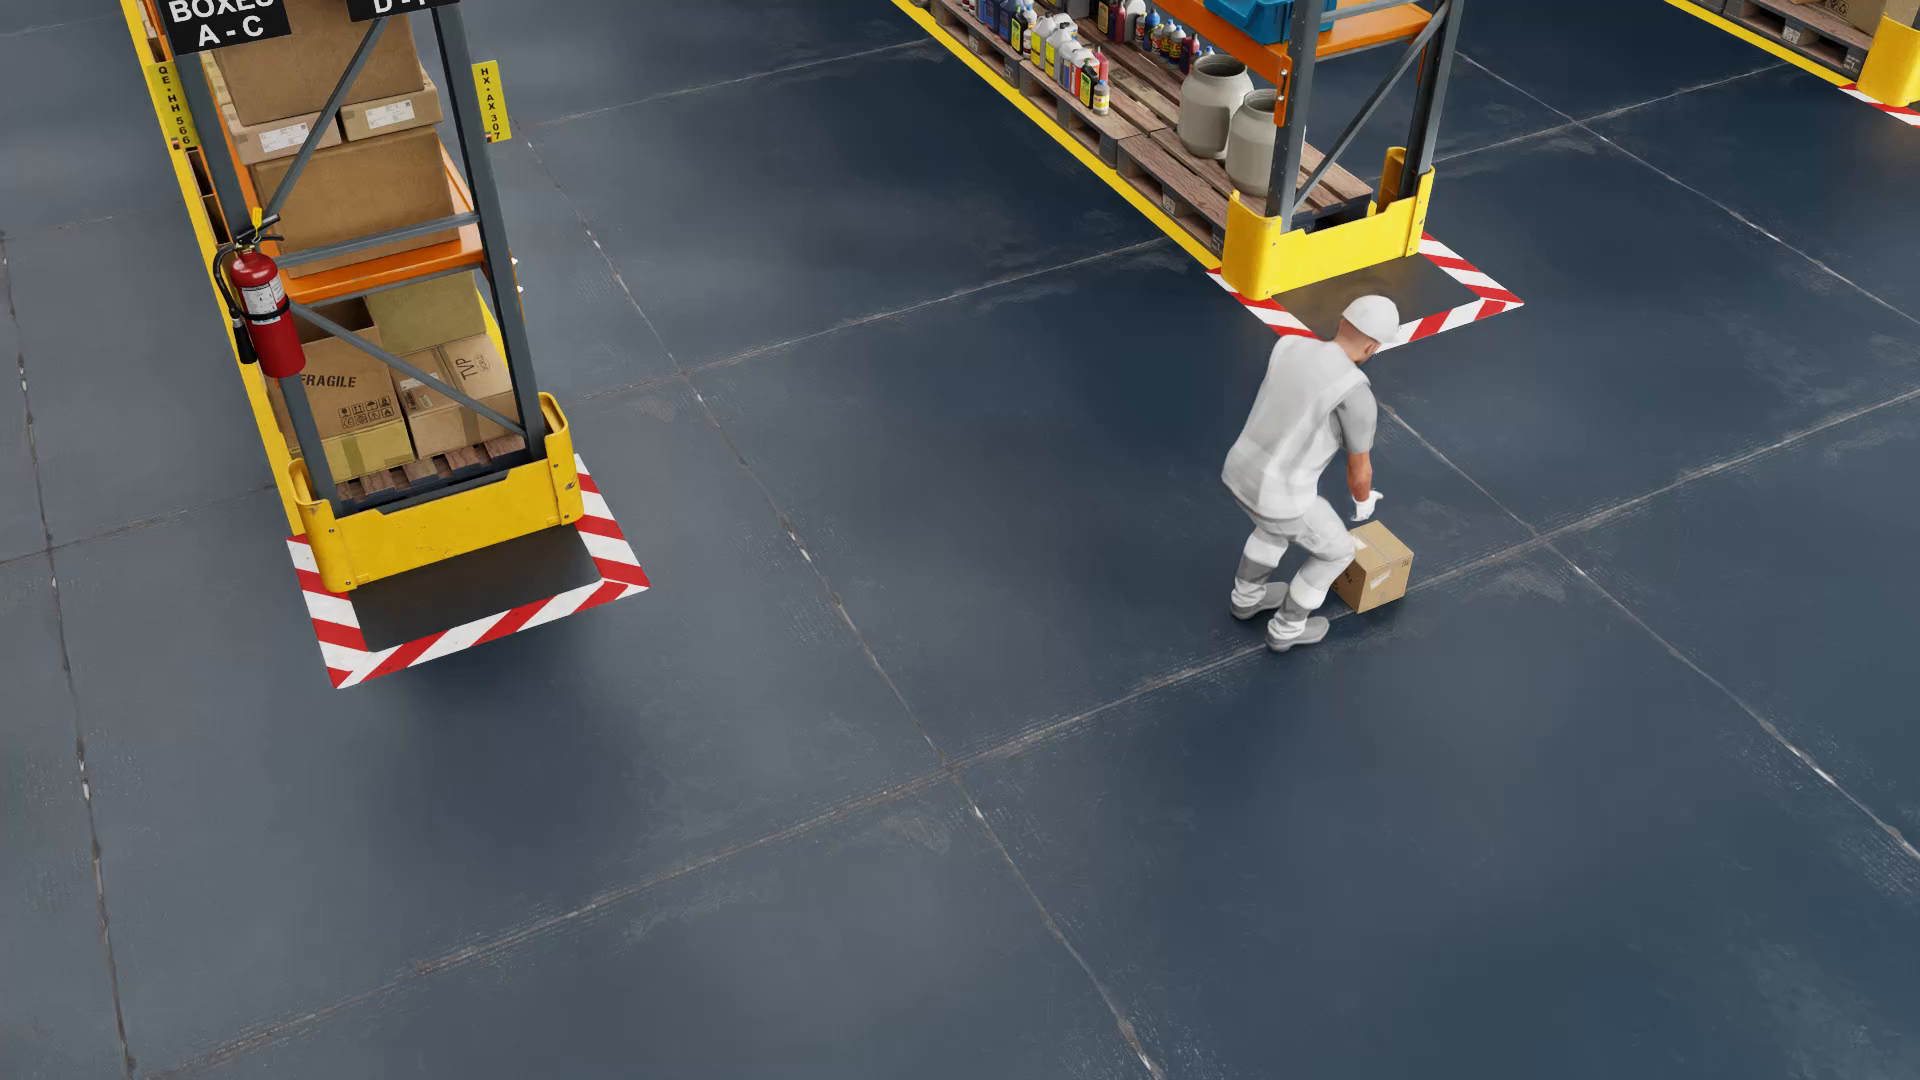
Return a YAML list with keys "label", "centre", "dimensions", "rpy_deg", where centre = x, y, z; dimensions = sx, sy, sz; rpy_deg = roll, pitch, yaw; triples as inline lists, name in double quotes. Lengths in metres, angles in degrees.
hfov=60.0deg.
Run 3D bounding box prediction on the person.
- label: "person"
  centre: [1.367, -0.265, 6.646]
  dimensions: [0.690, 1.528, 0.579]
  rpy_deg: [-18, 44, -20]
